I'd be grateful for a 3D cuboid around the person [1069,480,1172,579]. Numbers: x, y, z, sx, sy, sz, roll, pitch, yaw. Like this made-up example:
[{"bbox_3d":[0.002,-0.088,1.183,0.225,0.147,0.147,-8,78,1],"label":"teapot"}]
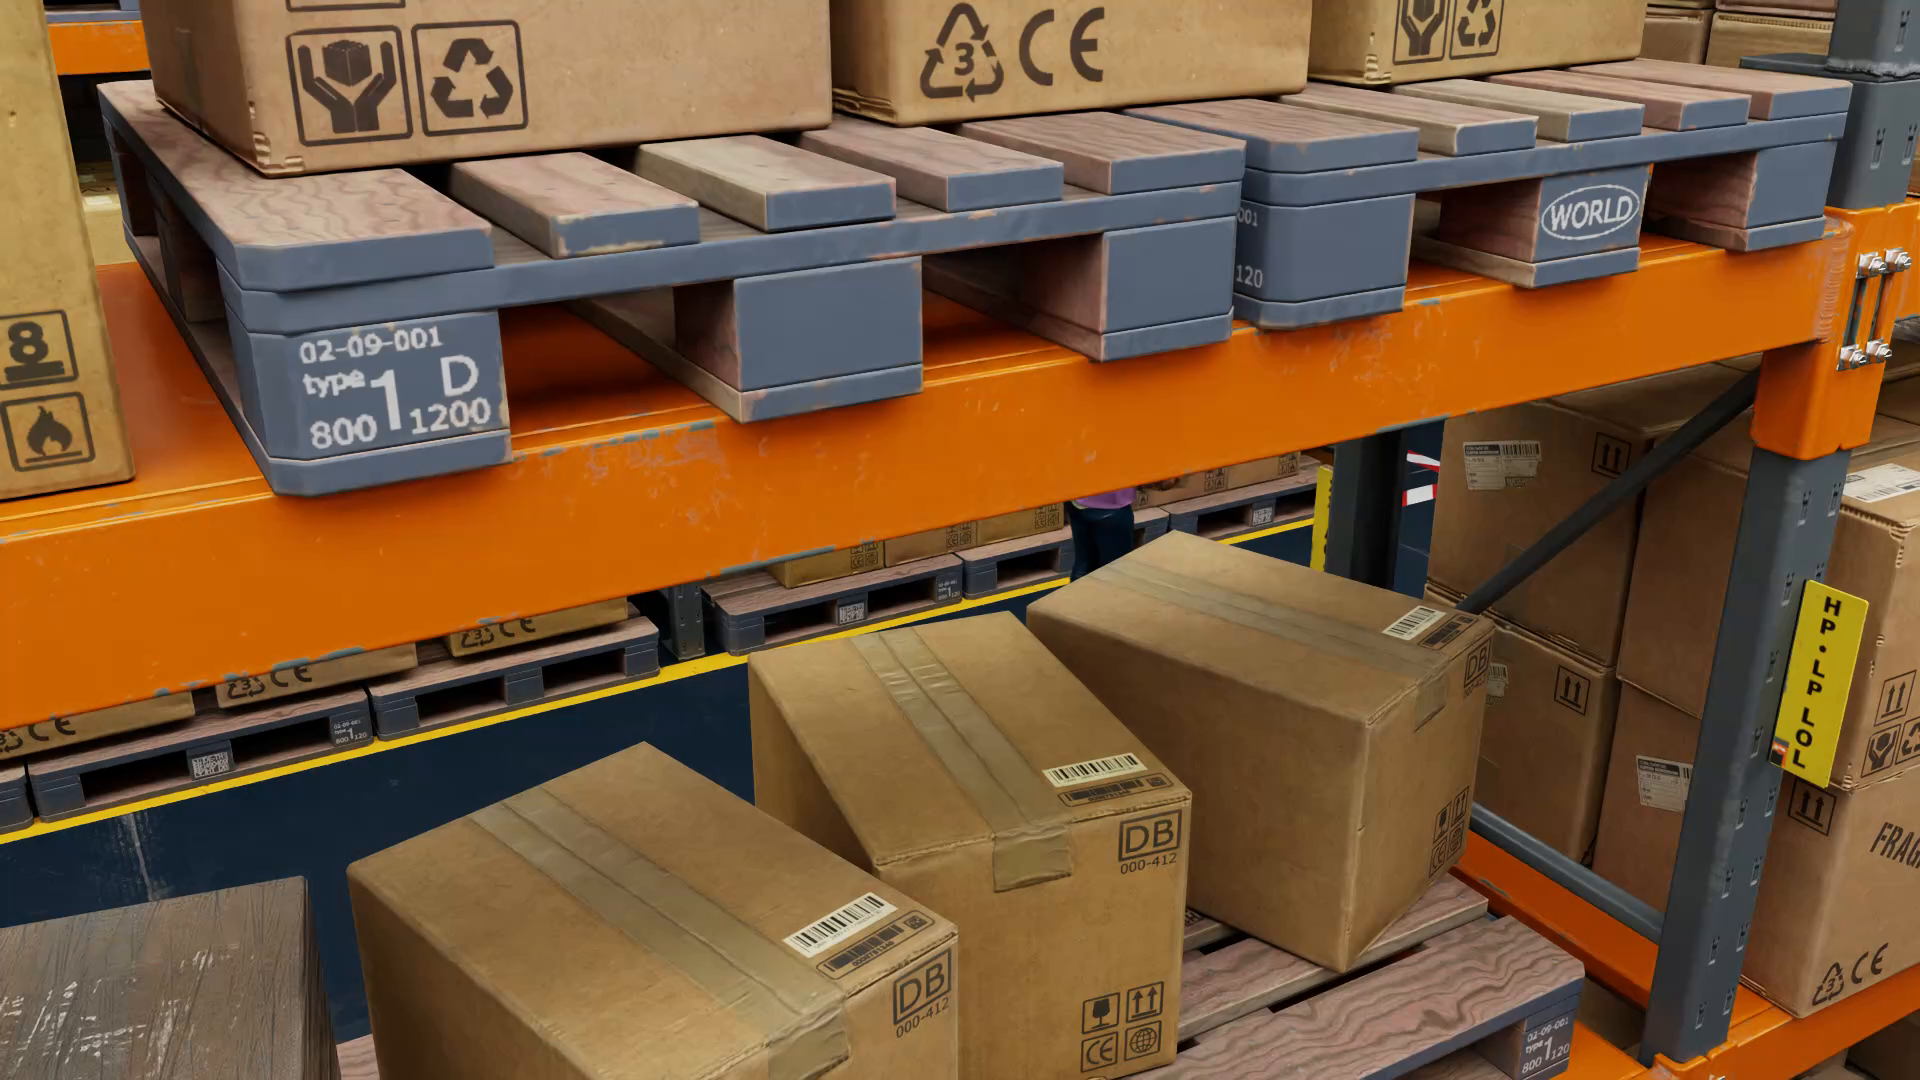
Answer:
[{"bbox_3d":[0.654,-0.188,7.058,0.414,1.601,0.464,-13,25,-28],"label":"person"}]
